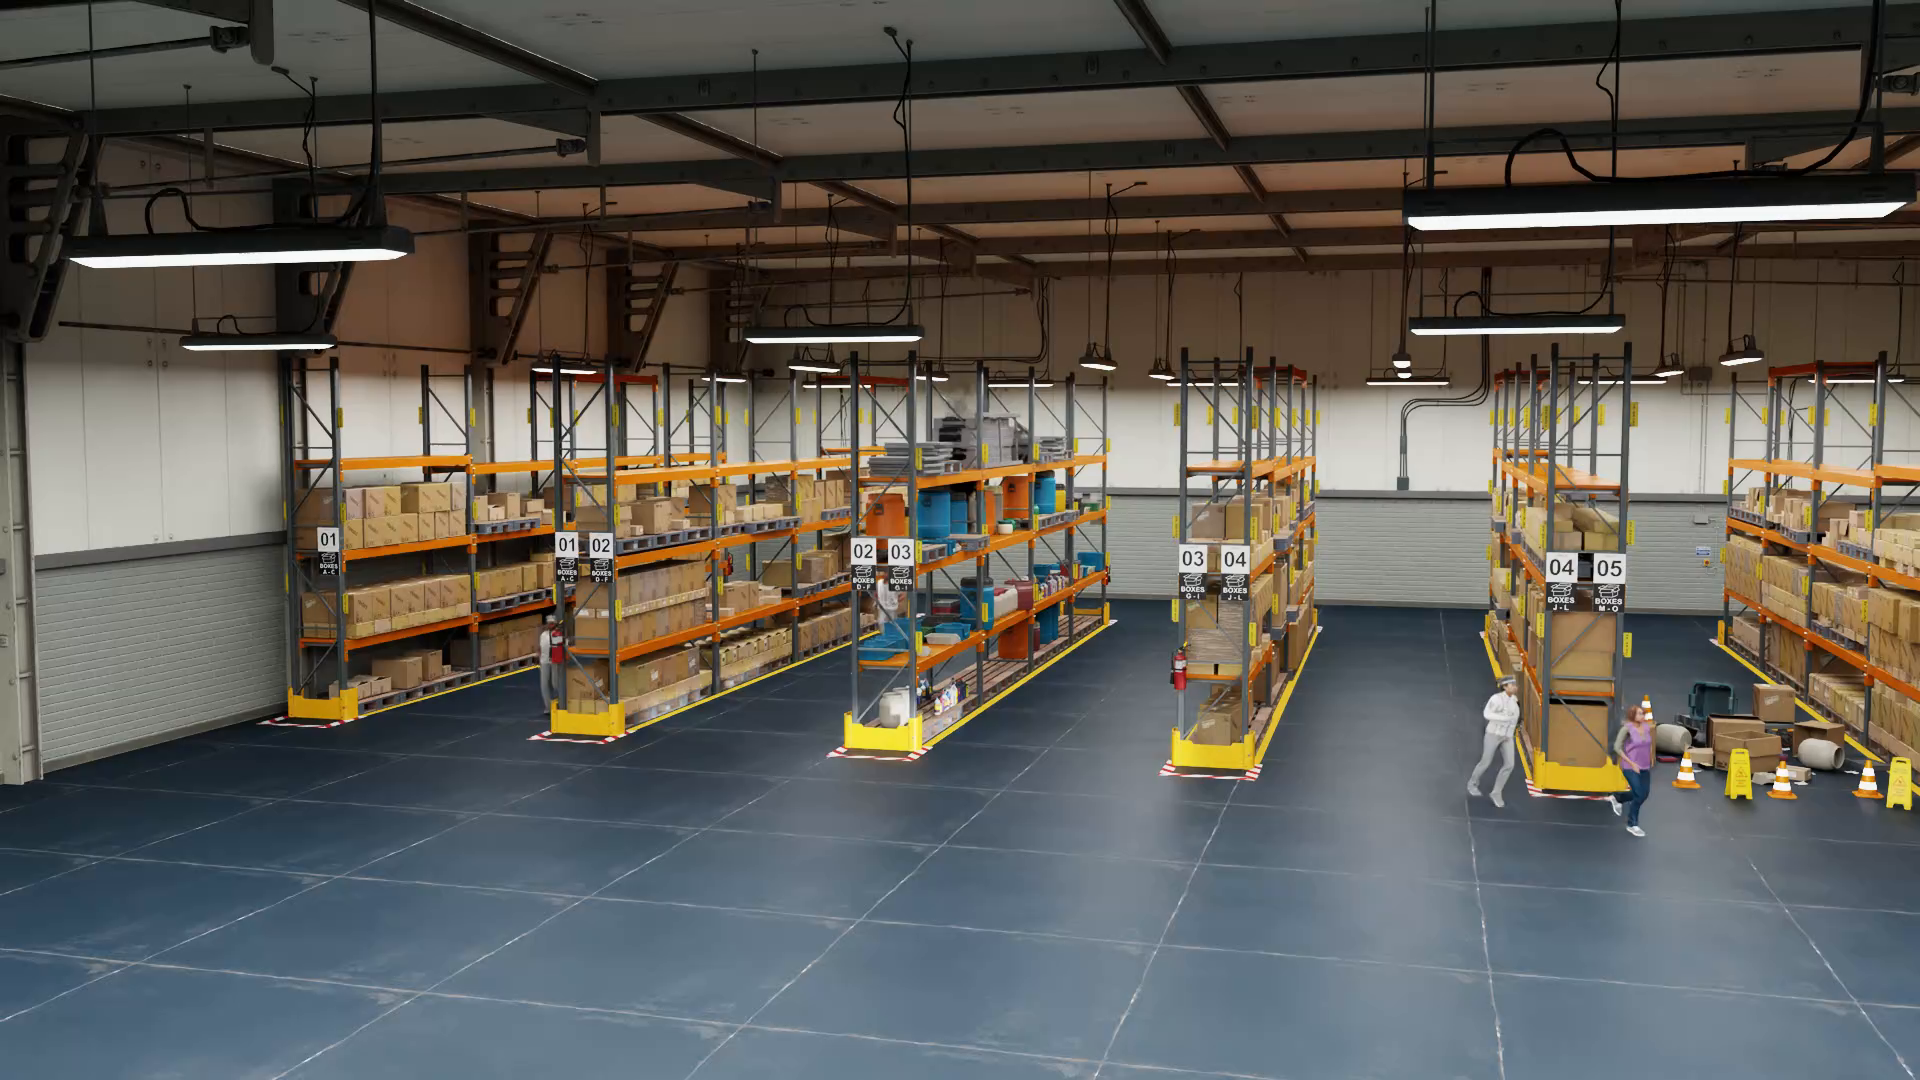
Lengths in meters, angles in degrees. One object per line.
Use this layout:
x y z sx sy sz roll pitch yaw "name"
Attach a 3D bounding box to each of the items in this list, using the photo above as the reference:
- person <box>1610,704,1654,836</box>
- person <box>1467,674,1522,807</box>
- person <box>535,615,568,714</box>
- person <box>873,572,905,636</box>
8.105 2.753 20.128 0.544 1.579 0.608 -2 4 -20 "person"
7.068 2.585 21.708 0.623 1.712 0.705 -1 4 -17 "person"
-6.953 2.093 28.336 0.580 1.655 0.701 1 4 9 "person"
-1.447 1.400 33.427 0.683 1.752 0.667 1 4 12 "person"
